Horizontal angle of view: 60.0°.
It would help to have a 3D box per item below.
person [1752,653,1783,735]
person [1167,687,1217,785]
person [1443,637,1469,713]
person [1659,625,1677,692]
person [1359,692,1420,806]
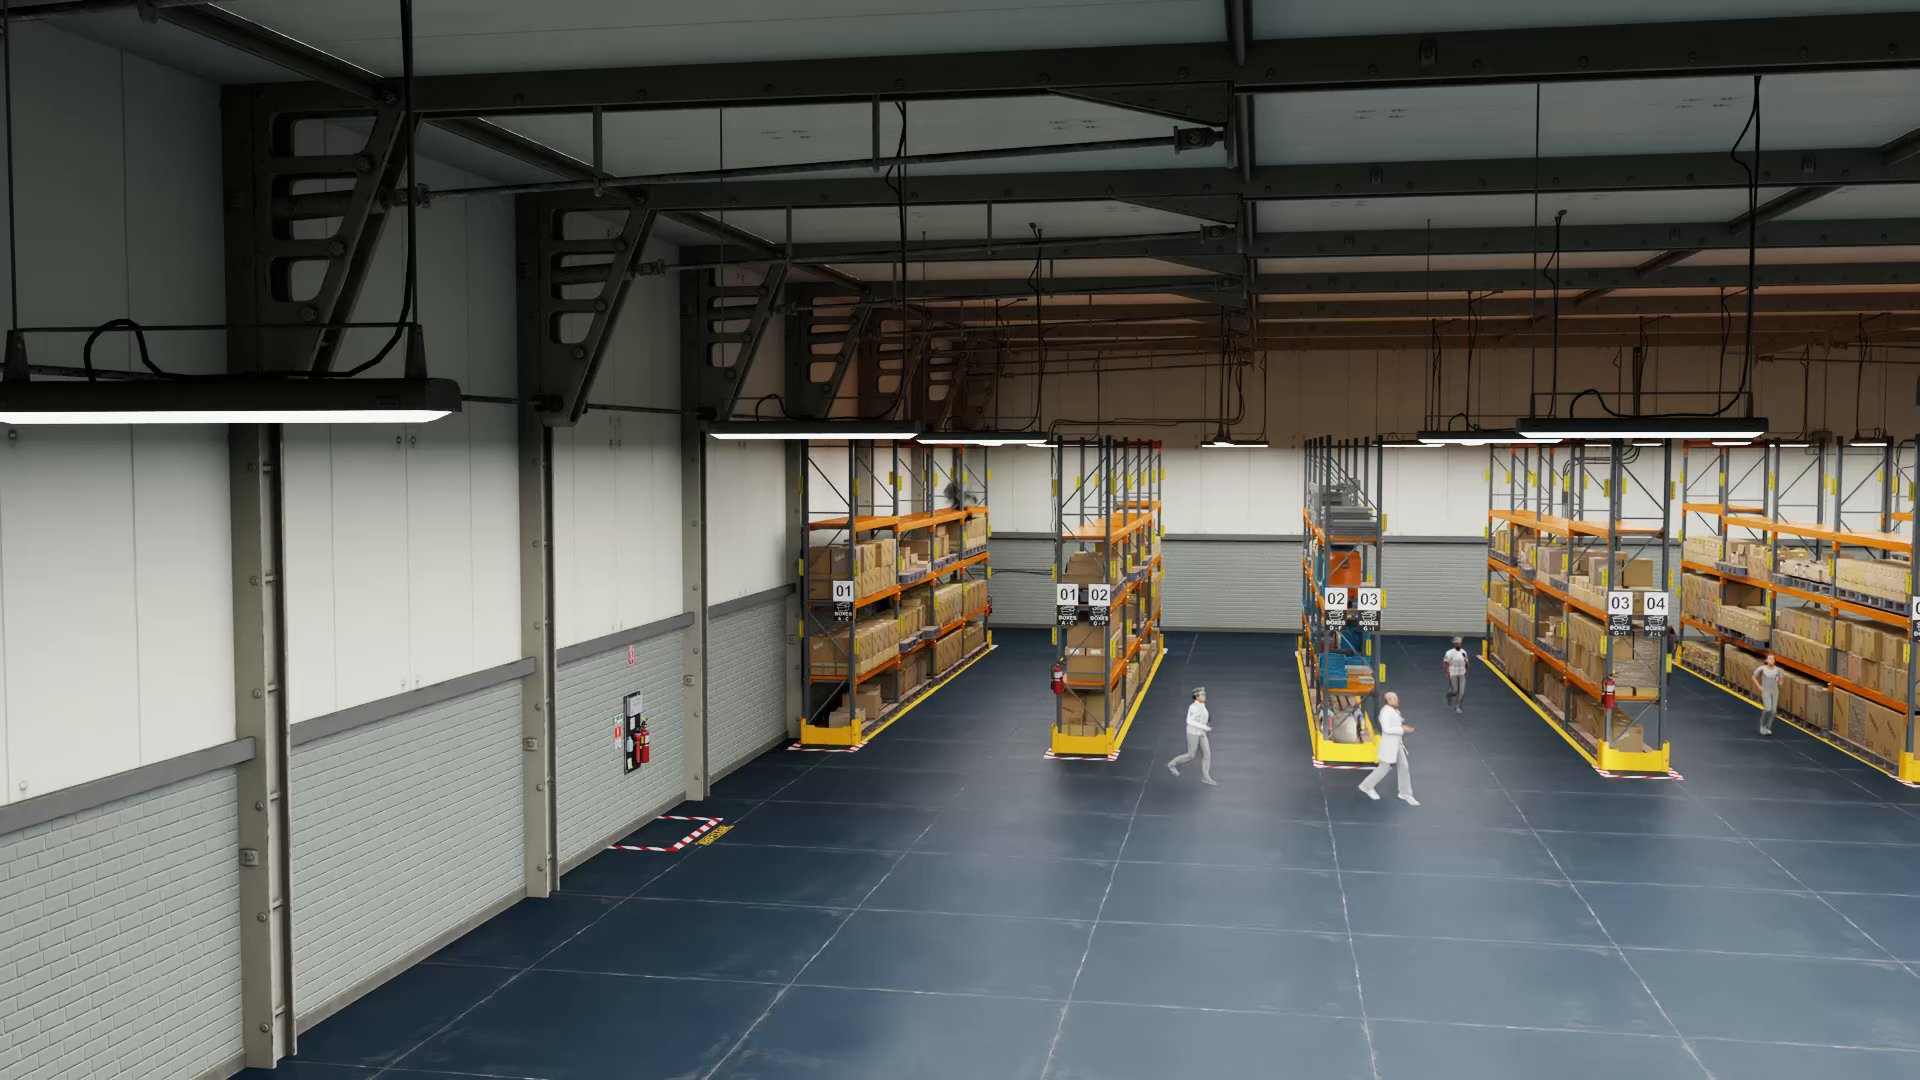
[{"bbox_3d":[16.220,3.090,33.297,0.550,1.644,0.590,0,3,4],"label":"person"},{"bbox_3d":[4.027,3.338,28.549,0.847,1.682,0.603,2,4,35],"label":"person"},{"bbox_3d":[10.857,2.935,36.355,0.587,1.658,0.566,0,3,-5],"label":"person"},{"bbox_3d":[16.757,2.708,39.701,0.735,1.867,0.836,0,3,8],"label":"person"},{"bbox_3d":[6.942,3.368,26.914,0.966,1.831,0.697,2,4,33],"label":"person"}]
